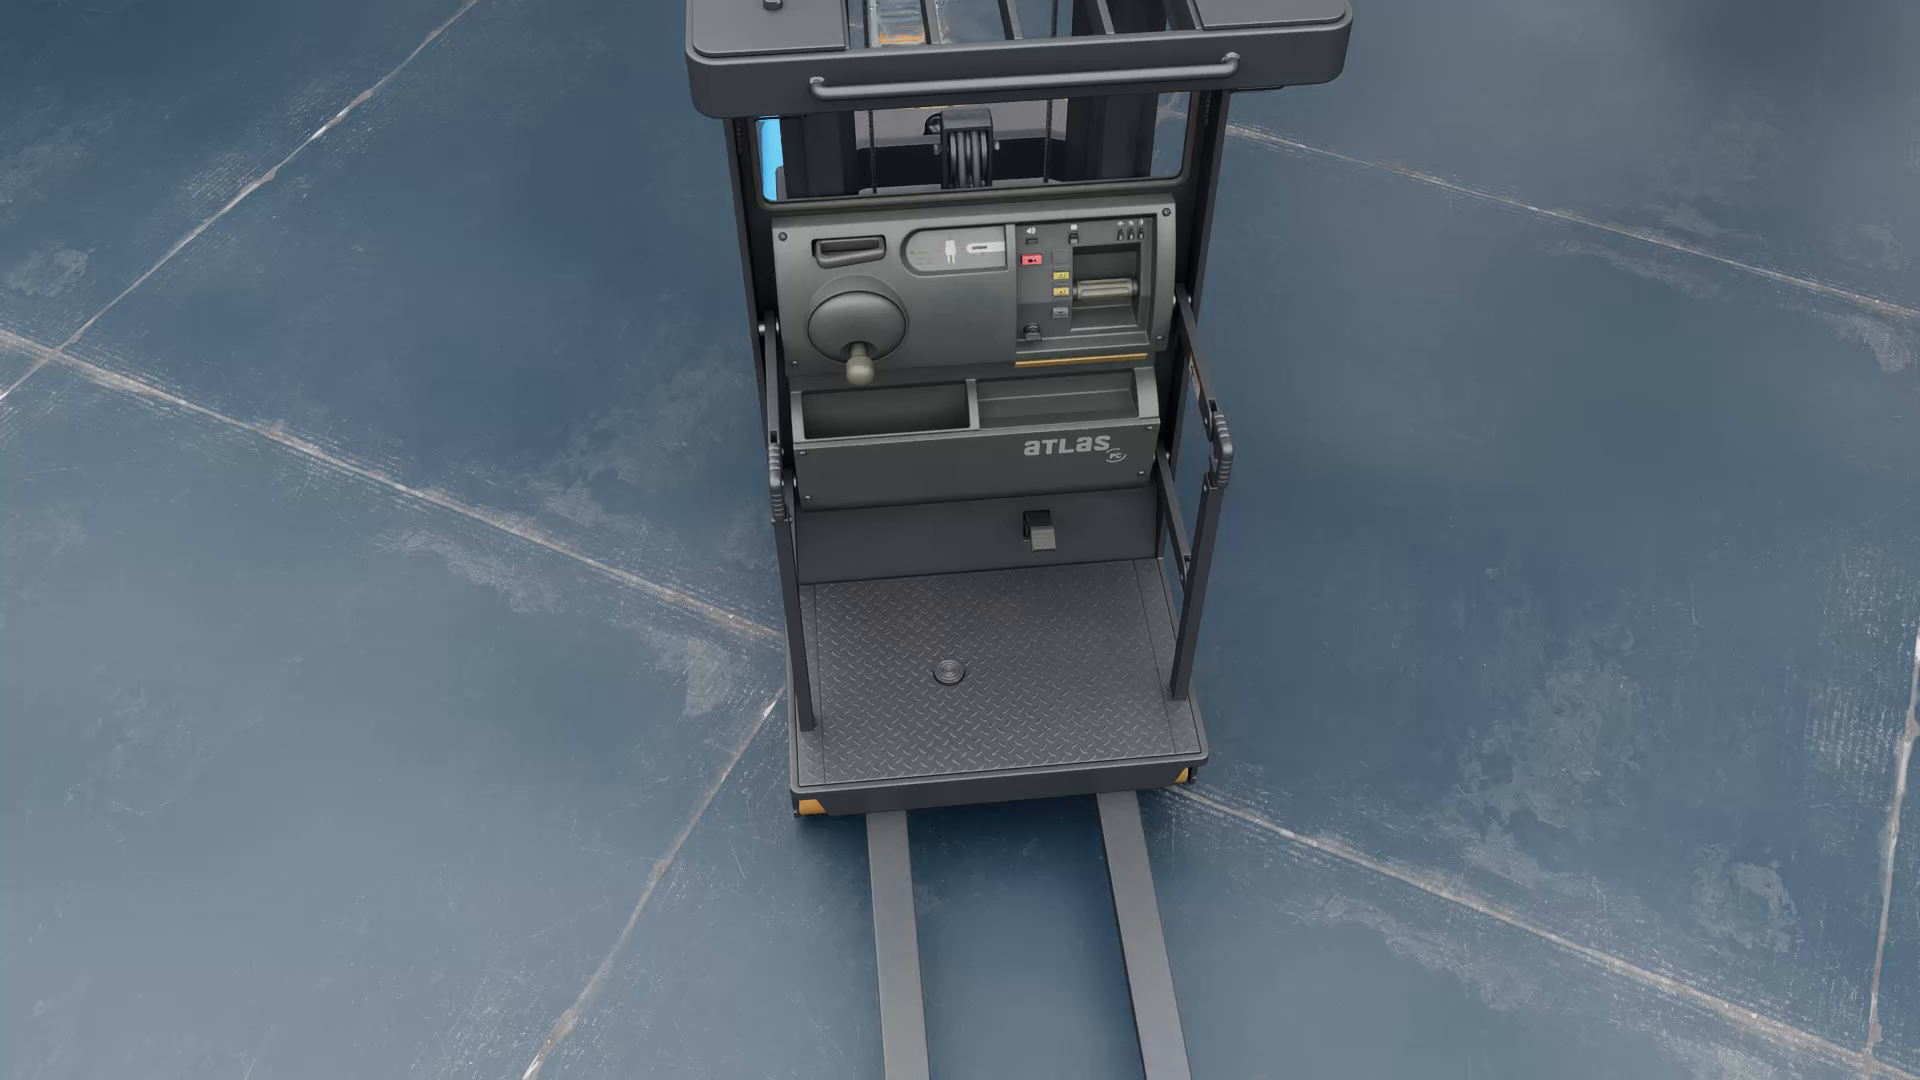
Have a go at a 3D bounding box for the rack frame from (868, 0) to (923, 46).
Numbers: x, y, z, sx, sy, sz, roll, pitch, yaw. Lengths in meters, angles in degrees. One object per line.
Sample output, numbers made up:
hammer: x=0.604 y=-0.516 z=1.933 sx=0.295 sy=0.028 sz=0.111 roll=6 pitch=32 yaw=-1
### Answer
rack frame: x=-0.171 y=-1.412 z=6.039 sx=0.240 sy=0.006 sz=1.200 roll=-4 pitch=80 yaw=-4

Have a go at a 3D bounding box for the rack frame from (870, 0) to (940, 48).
rack frame: x=-0.162 y=-1.443 z=5.859 sx=0.240 sy=0.006 sz=1.200 roll=-4 pitch=80 yaw=-4

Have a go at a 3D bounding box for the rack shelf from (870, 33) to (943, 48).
rack shelf: x=-0.193 y=-1.738 z=6.001 sx=0.258 sy=0.180 sz=0.103 roll=-4 pitch=80 yaw=-4

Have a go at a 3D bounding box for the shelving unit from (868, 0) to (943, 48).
shelving unit: x=-0.167 y=-1.428 z=5.949 sx=0.258 sy=0.189 sz=1.200 roll=-4 pitch=80 yaw=-4

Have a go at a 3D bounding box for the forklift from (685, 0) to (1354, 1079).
forklift: x=0.062 y=-0.474 z=3.729 sx=1.130 sy=2.935 sz=3.031 roll=-4 pitch=50 yaw=-4
